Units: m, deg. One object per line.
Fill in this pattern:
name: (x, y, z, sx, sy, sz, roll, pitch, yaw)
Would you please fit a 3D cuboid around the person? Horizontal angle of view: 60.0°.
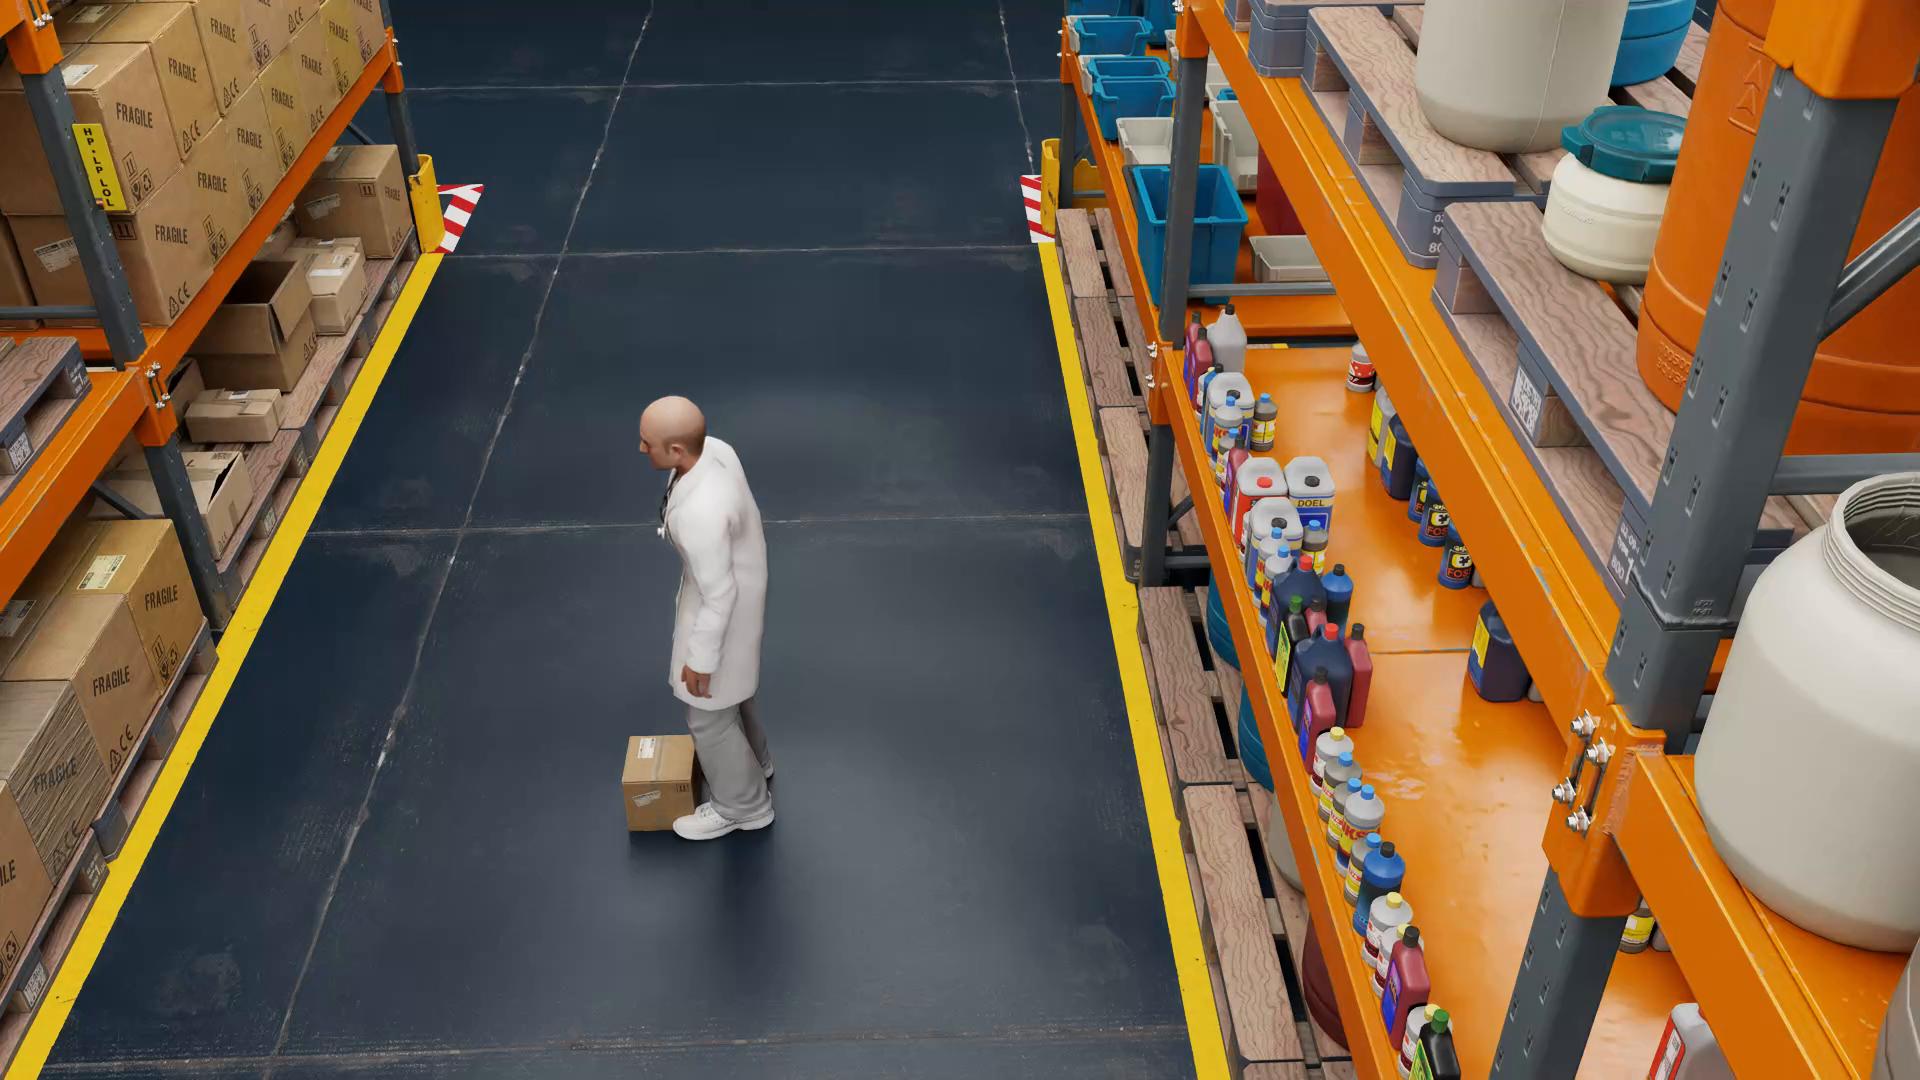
person: (-0.861, 0.271, 5.768, 0.416, 1.774, 0.656, -2, 35, -4)
